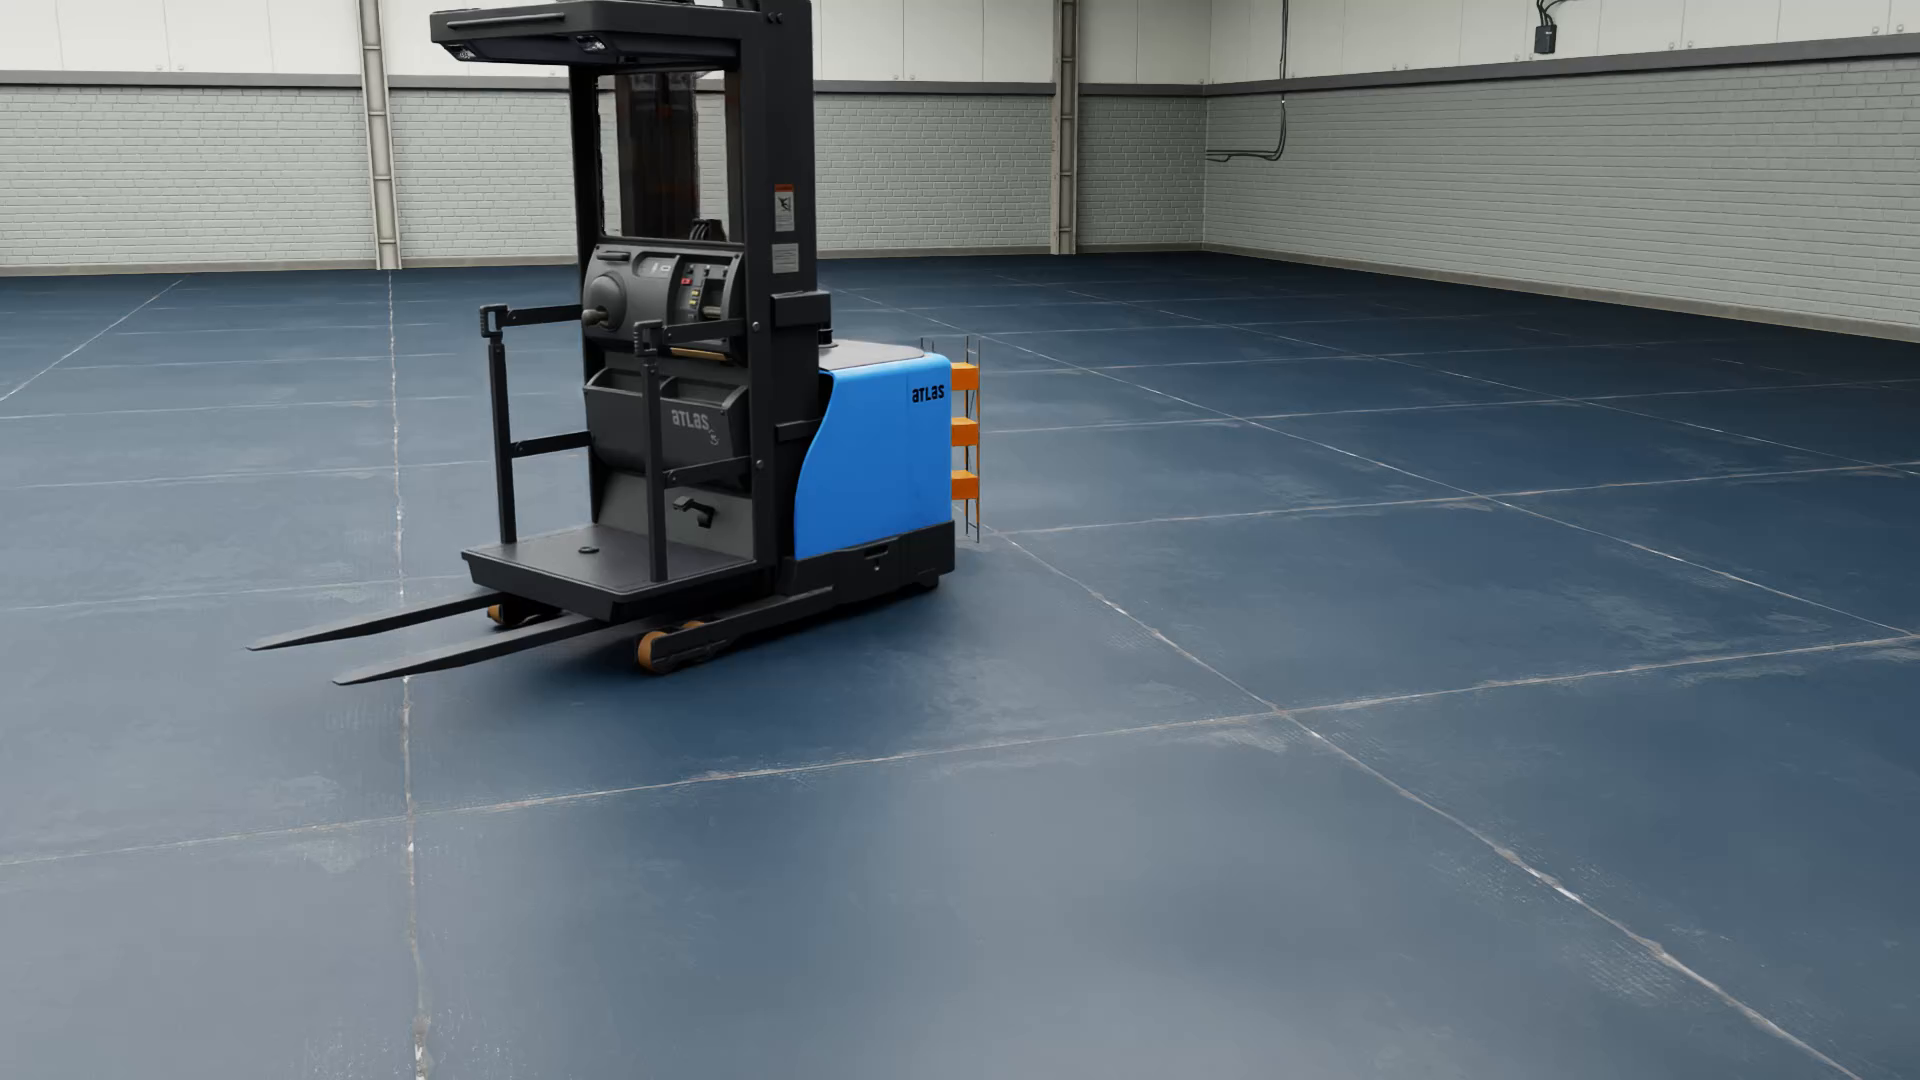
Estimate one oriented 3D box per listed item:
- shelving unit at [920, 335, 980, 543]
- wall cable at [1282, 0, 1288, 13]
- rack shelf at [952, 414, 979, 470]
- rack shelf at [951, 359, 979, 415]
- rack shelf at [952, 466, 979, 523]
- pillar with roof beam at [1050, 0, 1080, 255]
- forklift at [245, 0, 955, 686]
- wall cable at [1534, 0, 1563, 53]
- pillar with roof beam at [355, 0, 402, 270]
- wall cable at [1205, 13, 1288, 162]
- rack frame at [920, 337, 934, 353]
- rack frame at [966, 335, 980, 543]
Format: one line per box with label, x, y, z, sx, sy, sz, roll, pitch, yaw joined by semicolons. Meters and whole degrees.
shelving unit;-0.051;-0.507;8.505;0.252;1.050;0.215;-4;14;-18
wall cable;6.010;-10.033;27.172;0.112;2.526;3.097;-4;14;-18
rack shelf;-0.051;-0.497;8.507;0.240;0.259;0.215;-4;14;-18
rack shelf;-0.051;-0.773;8.441;0.240;0.259;0.215;-4;14;-18
rack shelf;-0.051;-0.226;8.571;0.240;0.259;0.215;-4;14;-18
pillar with roof beam;3.306;-8.808;26.227;0.400;9.000;9.100;-4;14;-18
forklift;-1.364;-1.037;6.669;1.130;2.935;3.031;11;17;39
wall cable;8.160;-9.251;20.739;0.169;6.003;2.305;-4;14;-18
pillar with roof beam;-8.067;-7.922;22.503;0.400;9.000;9.100;-4;14;-18
wall cable;5.147;-8.169;30.250;0.112;2.526;3.097;-4;14;-18
rack frame;-0.166;-0.498;8.467;0.008;1.050;0.200;-4;14;-18
rack frame;0.065;-0.516;8.543;0.008;1.050;0.200;-4;14;-18
